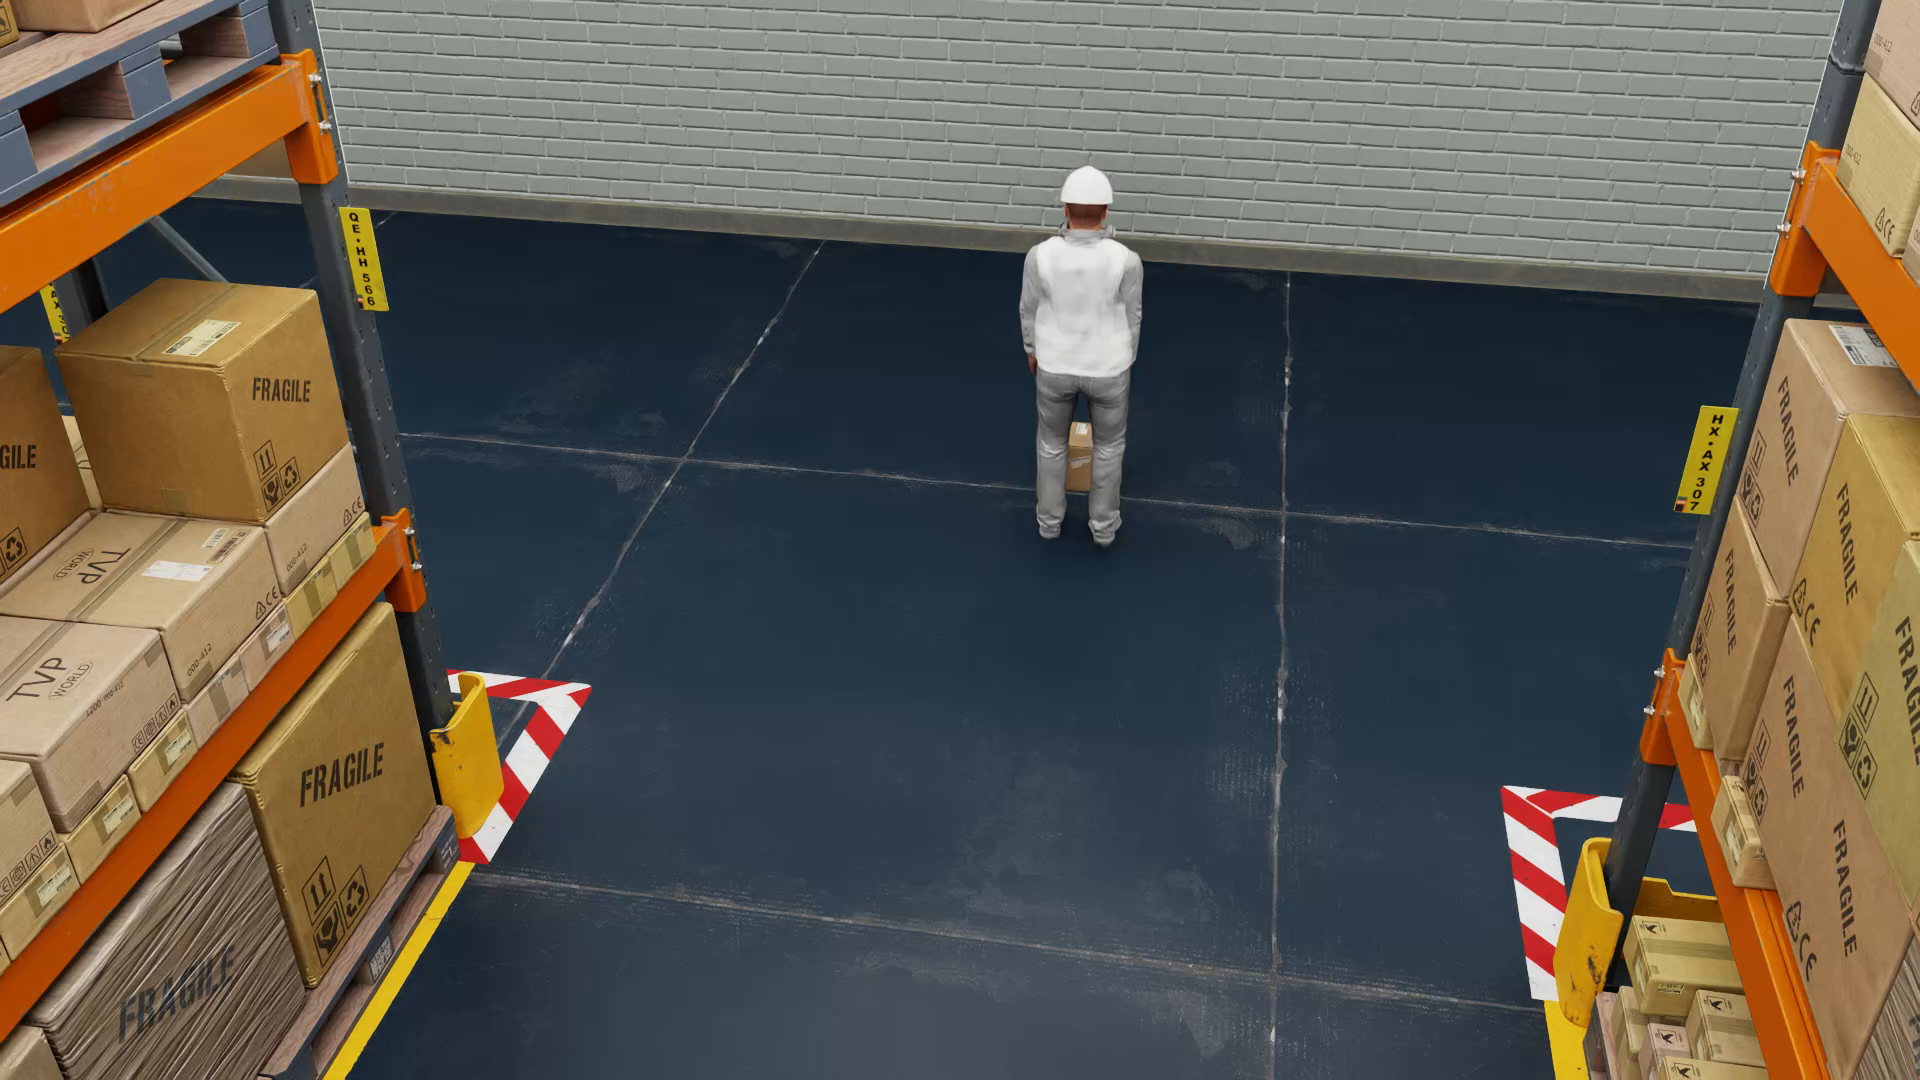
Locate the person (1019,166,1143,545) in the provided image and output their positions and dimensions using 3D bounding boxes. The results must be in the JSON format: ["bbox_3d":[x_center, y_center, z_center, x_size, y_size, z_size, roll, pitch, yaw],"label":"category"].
[{"bbox_3d":[0.529,-0.796,7.397,0.538,1.760,0.378,6,33,9],"label":"person"}]
